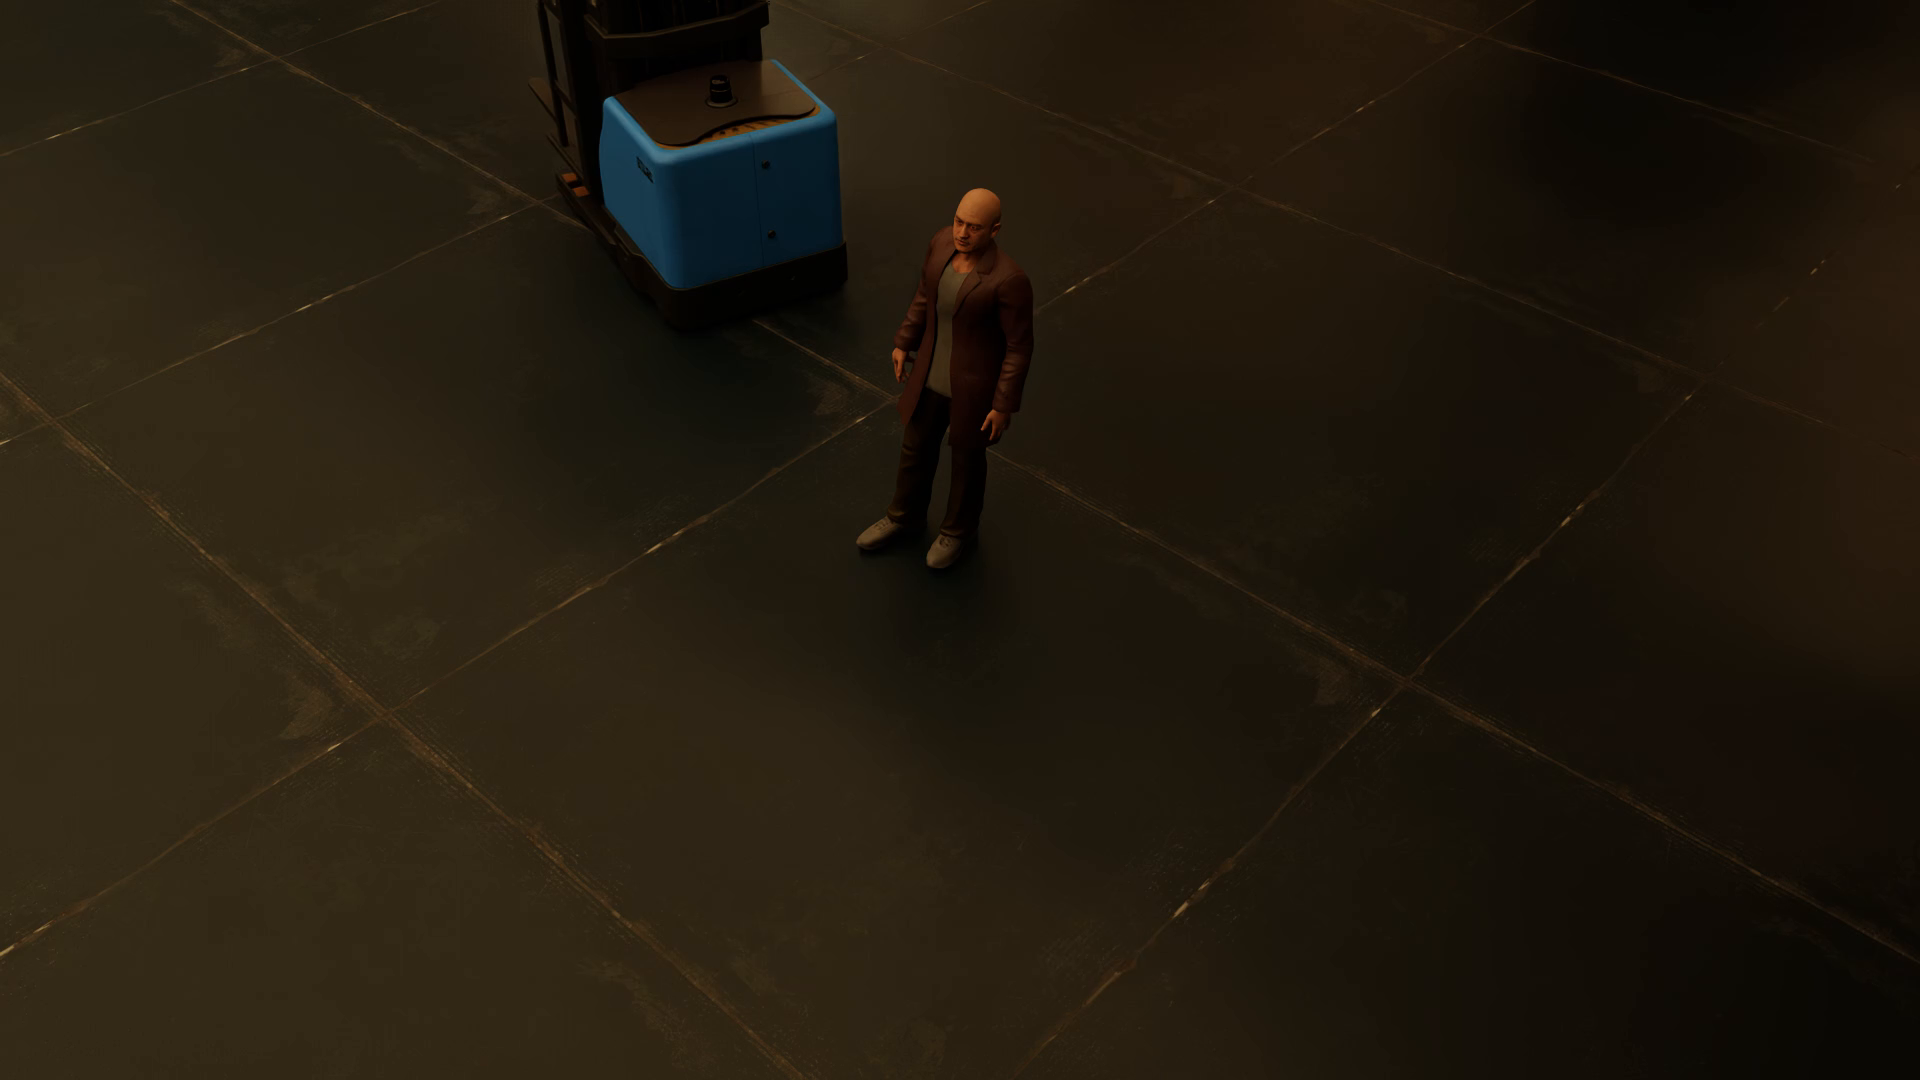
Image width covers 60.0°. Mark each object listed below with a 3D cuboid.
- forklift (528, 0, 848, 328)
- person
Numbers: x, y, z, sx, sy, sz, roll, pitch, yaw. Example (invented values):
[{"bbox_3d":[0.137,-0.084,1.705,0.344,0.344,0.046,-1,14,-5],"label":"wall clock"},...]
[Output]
[{"bbox_3d":[-1.783,-3.189,9.146,1.130,2.935,3.031,-20,45,-22],"label":"forklift"},{"bbox_3d":[-0.065,-0.639,7.047,0.696,1.776,0.582,31,49,31],"label":"person"}]
